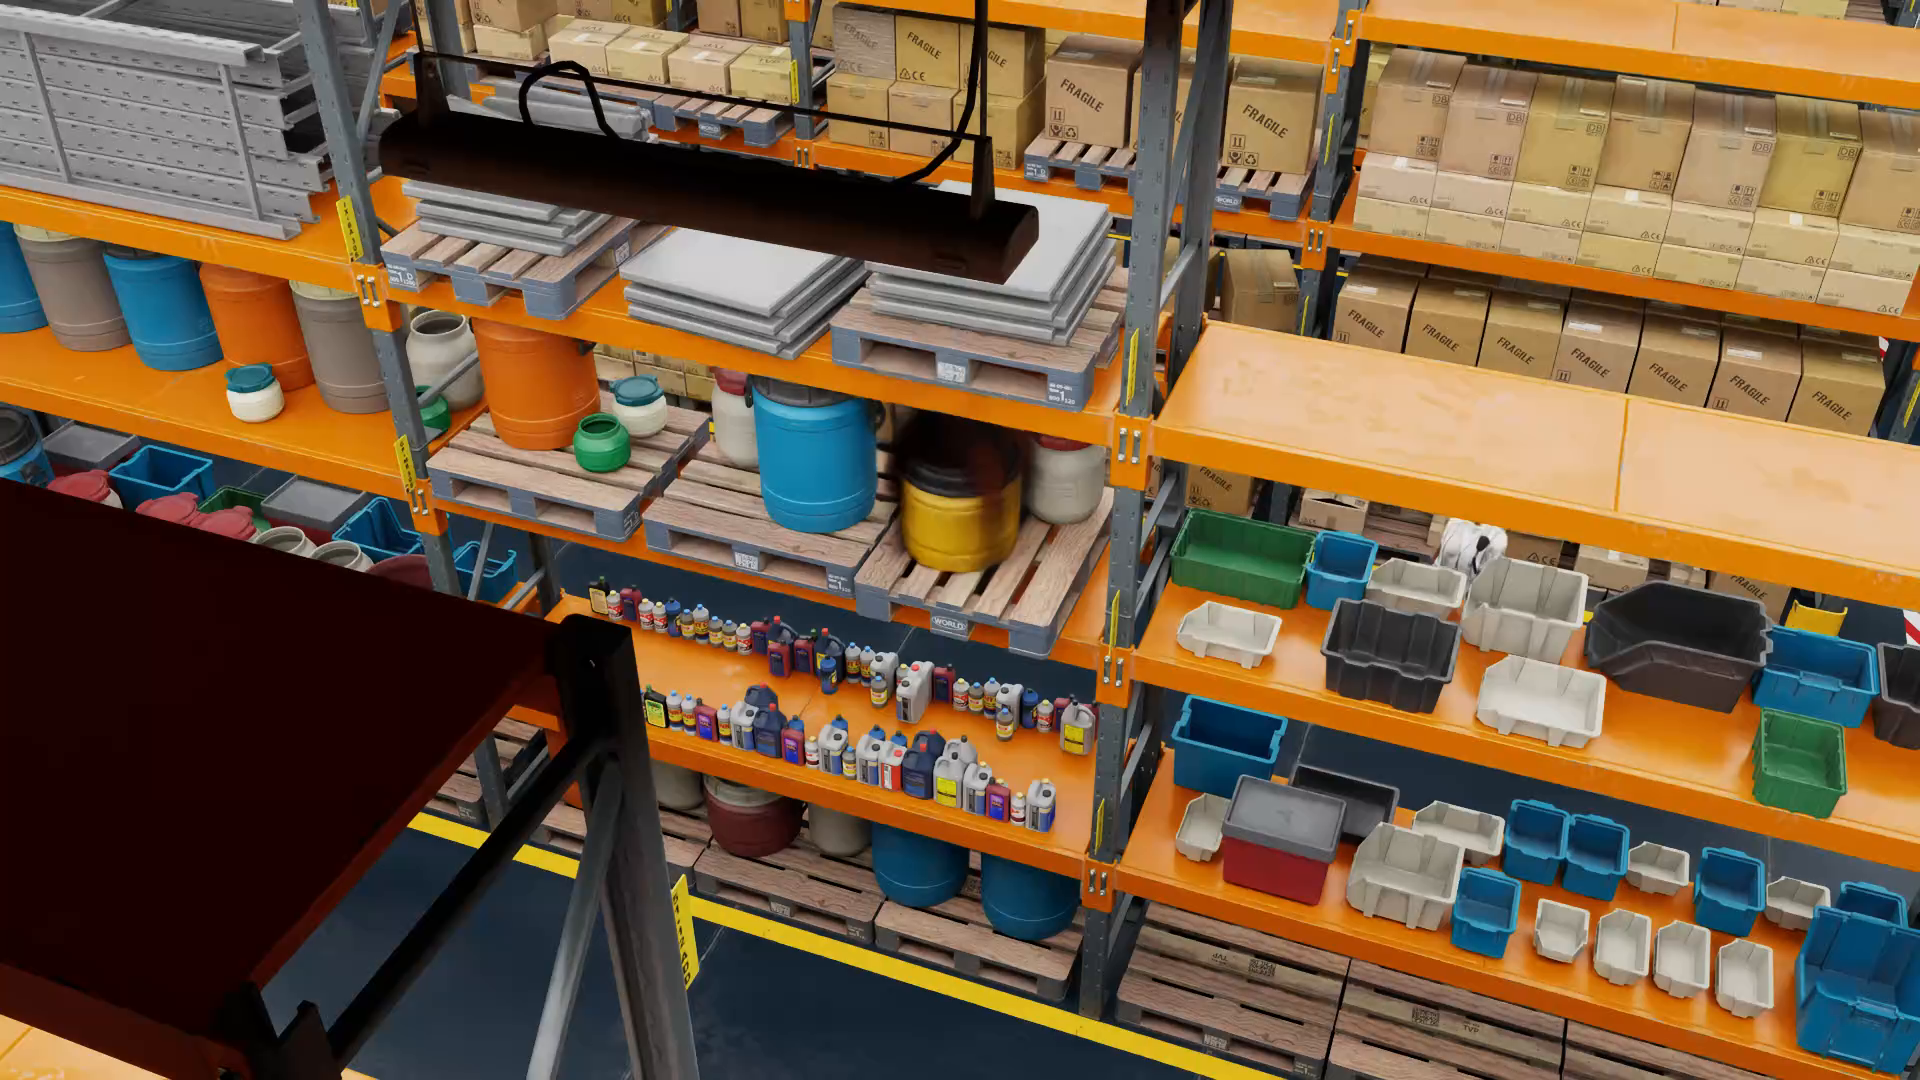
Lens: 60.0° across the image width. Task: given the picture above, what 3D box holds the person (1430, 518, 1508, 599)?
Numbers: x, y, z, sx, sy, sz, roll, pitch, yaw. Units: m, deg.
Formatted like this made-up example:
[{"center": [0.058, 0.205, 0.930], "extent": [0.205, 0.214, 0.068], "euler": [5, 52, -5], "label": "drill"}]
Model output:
[{"center": [3.394, 0.338, 11.359], "extent": [0.503, 1.723, 0.422], "euler": [18, 40, 22], "label": "person"}]

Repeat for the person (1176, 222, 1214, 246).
[{"center": [2.261, -2.973, 16.108], "extent": [0.532, 1.603, 0.587], "euler": [-29, 45, -33], "label": "person"}]
